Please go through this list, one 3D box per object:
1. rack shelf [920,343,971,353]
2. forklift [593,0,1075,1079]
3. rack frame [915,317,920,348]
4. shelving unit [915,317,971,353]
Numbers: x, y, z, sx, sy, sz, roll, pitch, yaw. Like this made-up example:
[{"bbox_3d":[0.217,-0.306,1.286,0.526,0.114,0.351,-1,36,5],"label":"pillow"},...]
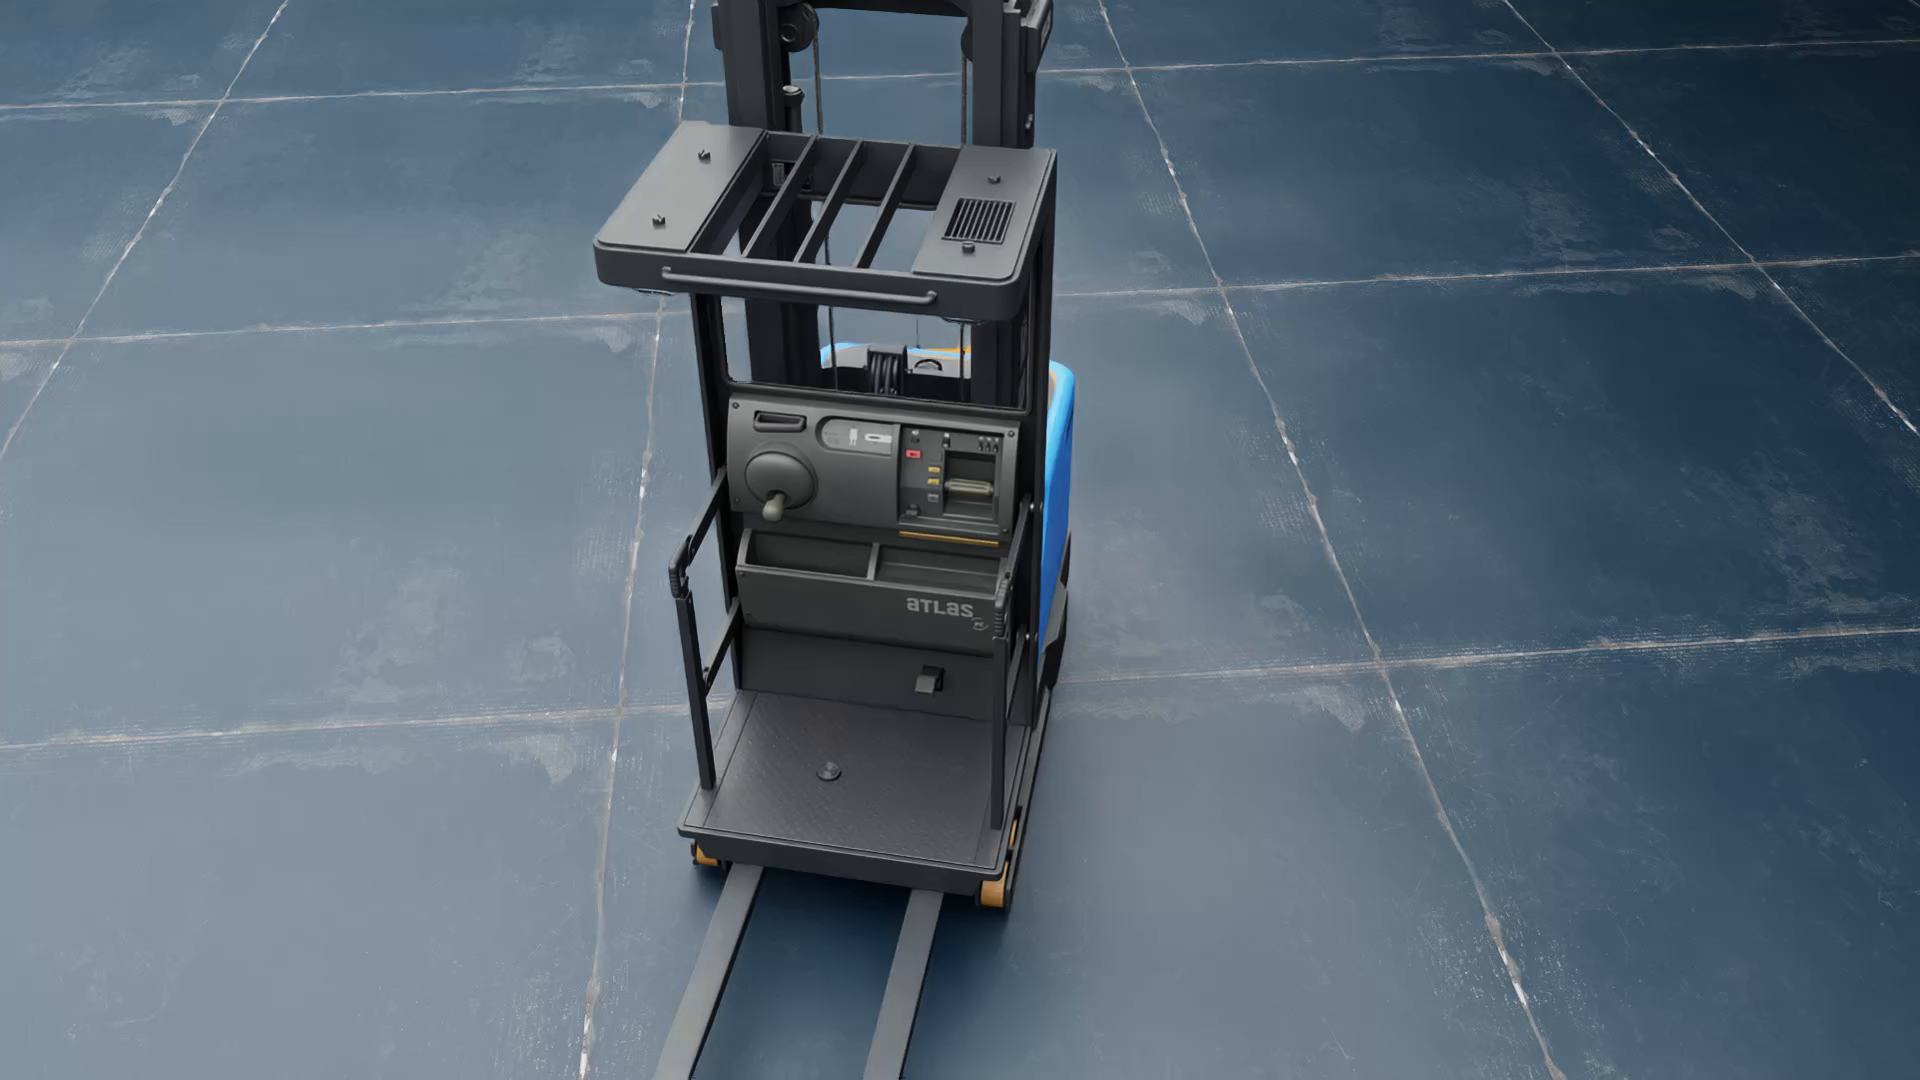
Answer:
[{"bbox_3d":[-0.048,-0.635,6.767,0.240,0.259,0.215,1,38,1],"label":"rack shelf"},{"bbox_3d":[-0.317,-0.149,5.073,1.130,2.935,3.031,6,39,8],"label":"forklift"},{"bbox_3d":[-0.170,-0.423,6.938,0.008,1.050,0.200,1,38,1],"label":"rack frame"},{"bbox_3d":[-0.048,-0.421,6.936,0.252,1.050,0.215,1,38,1],"label":"shelving unit"}]
